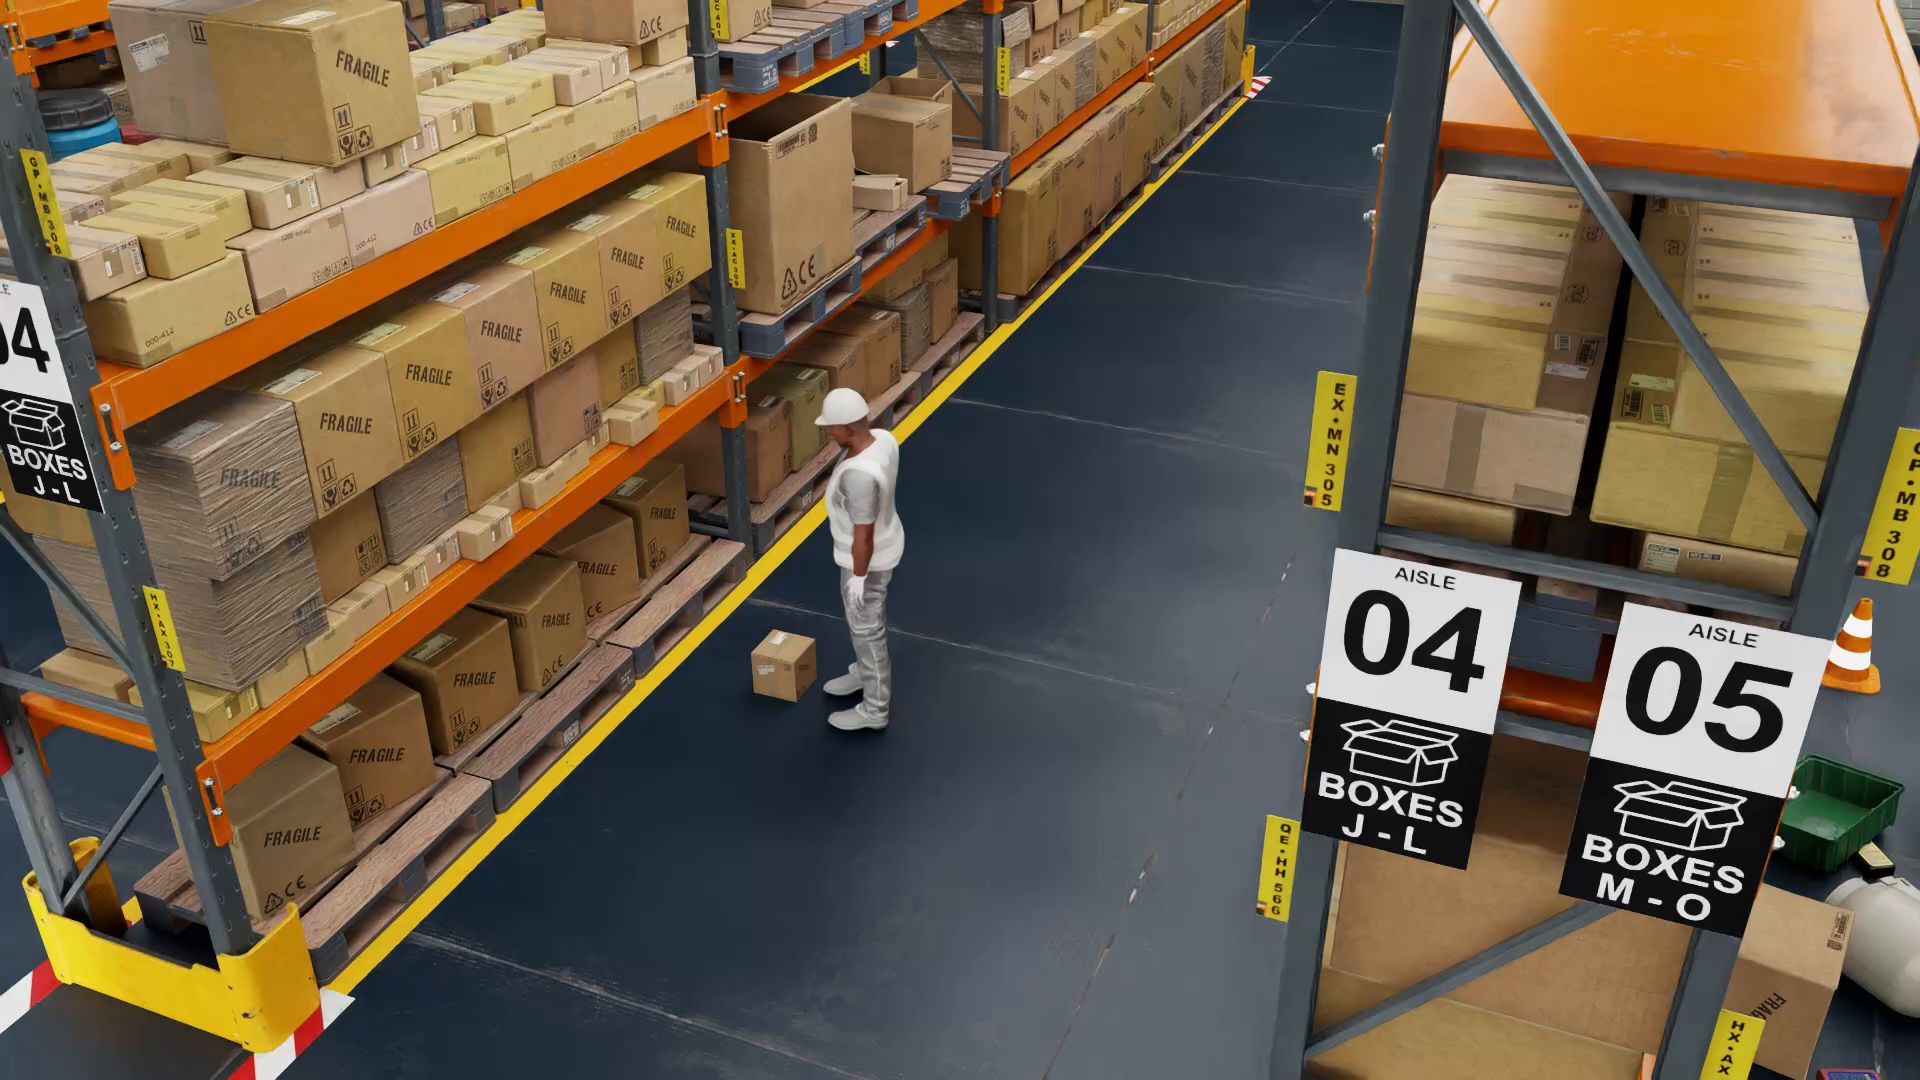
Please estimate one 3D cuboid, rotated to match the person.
[{"bbox_3d":[-0.503,0.073,8.212,0.453,1.777,0.594,4,30,8],"label":"person"}]
